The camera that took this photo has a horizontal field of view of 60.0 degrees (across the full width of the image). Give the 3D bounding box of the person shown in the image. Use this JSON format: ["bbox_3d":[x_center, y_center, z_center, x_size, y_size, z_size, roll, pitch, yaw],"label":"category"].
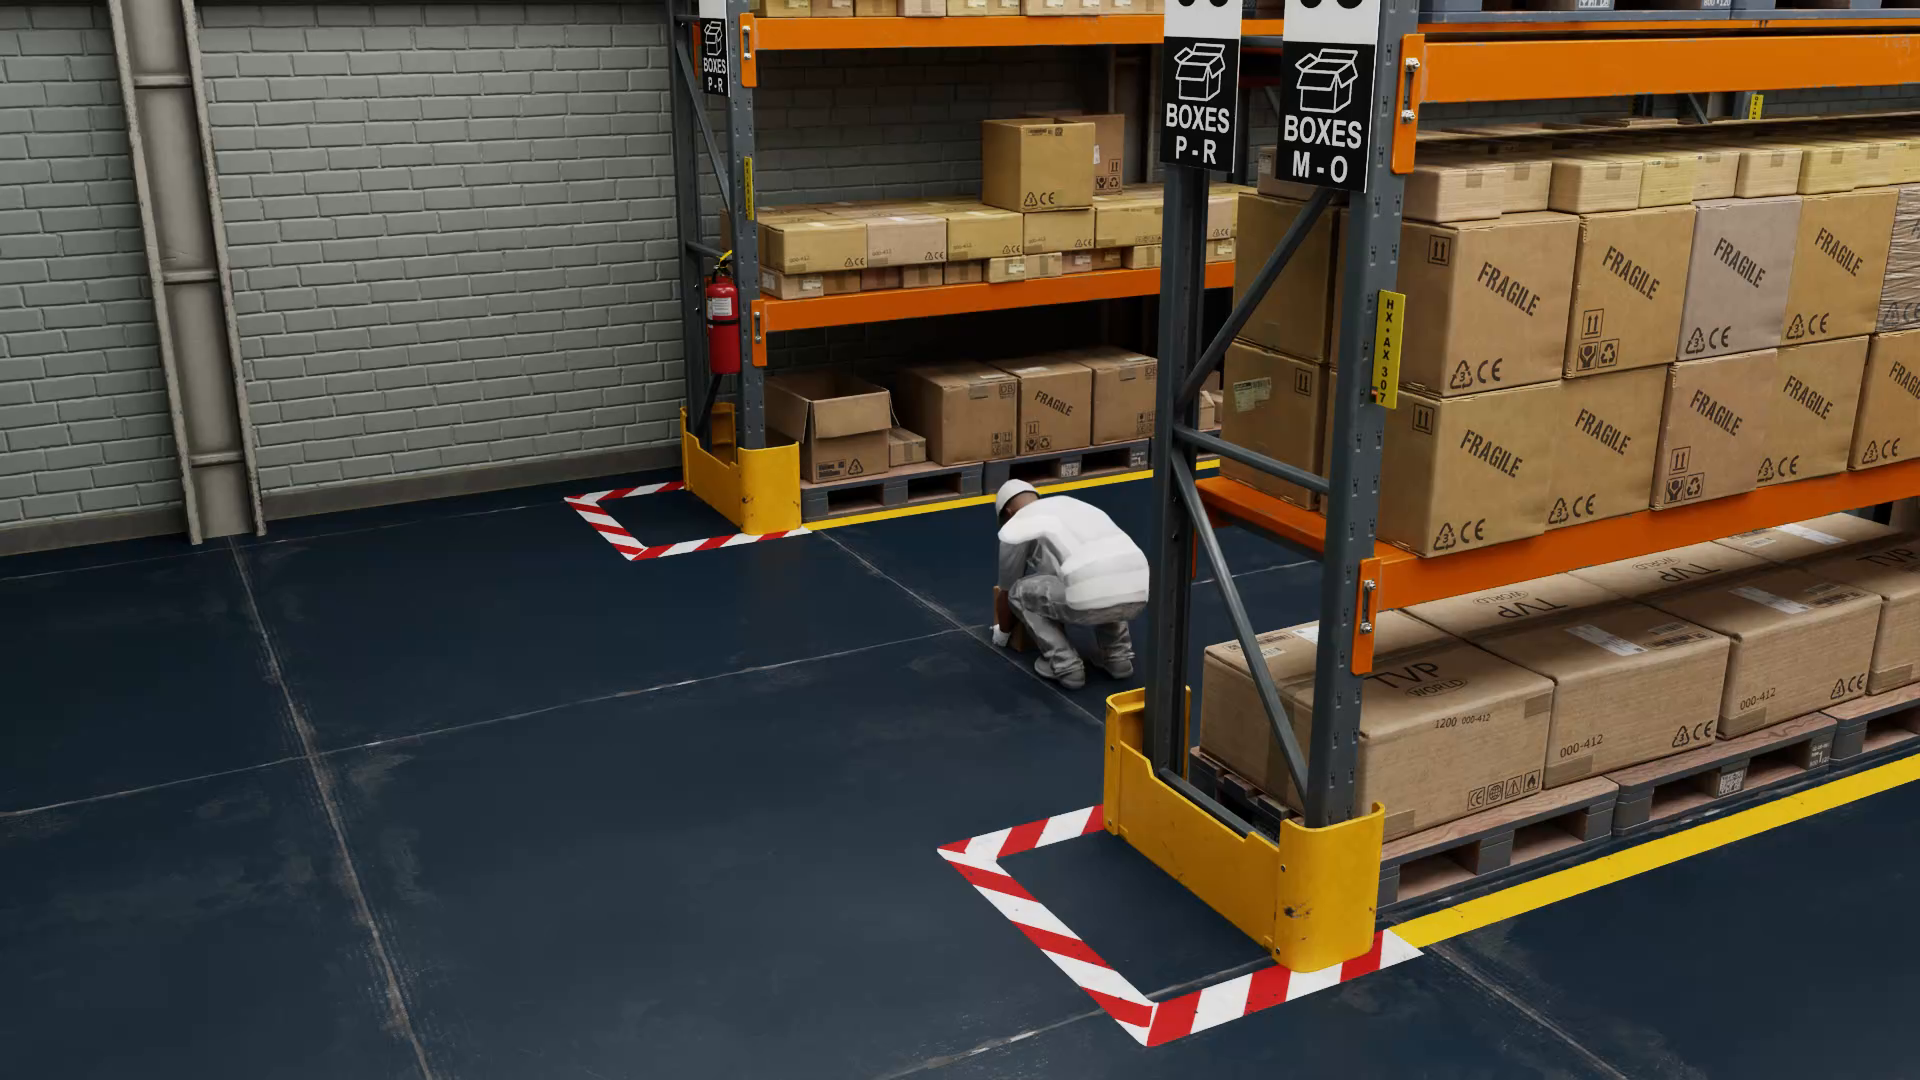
[{"bbox_3d":[0.469,0.229,7.550,0.568,0.864,0.952,-10,21,-28],"label":"person"}]
